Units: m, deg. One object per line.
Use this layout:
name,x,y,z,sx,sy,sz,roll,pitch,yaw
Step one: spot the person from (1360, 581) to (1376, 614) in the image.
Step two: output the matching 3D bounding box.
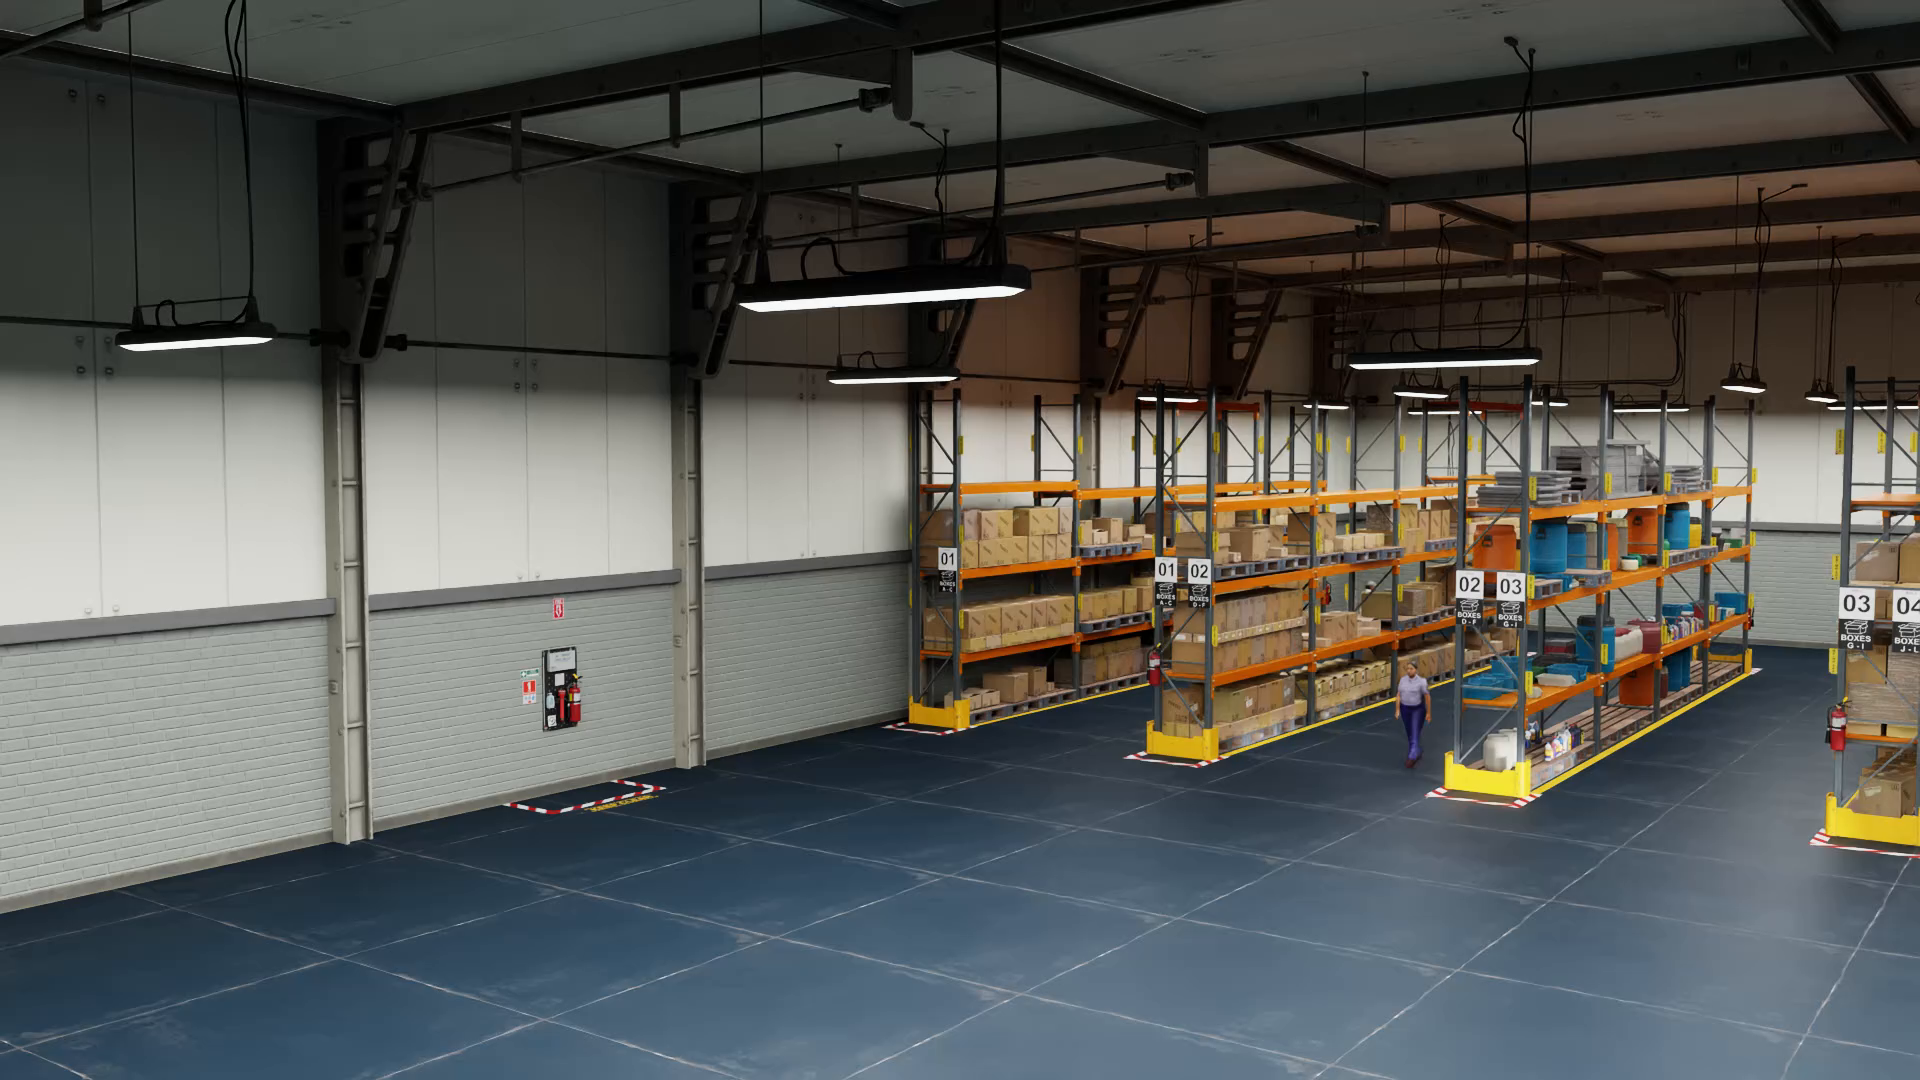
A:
person,10.070,1.858,40.976,0.527,1.708,0.523,1,3,11

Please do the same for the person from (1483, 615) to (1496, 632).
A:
person,13.692,1.700,43.221,0.450,1.643,0.518,-1,3,-10

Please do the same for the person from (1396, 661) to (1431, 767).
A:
person,7.047,2.694,25.995,0.922,1.602,0.515,-3,5,-44
